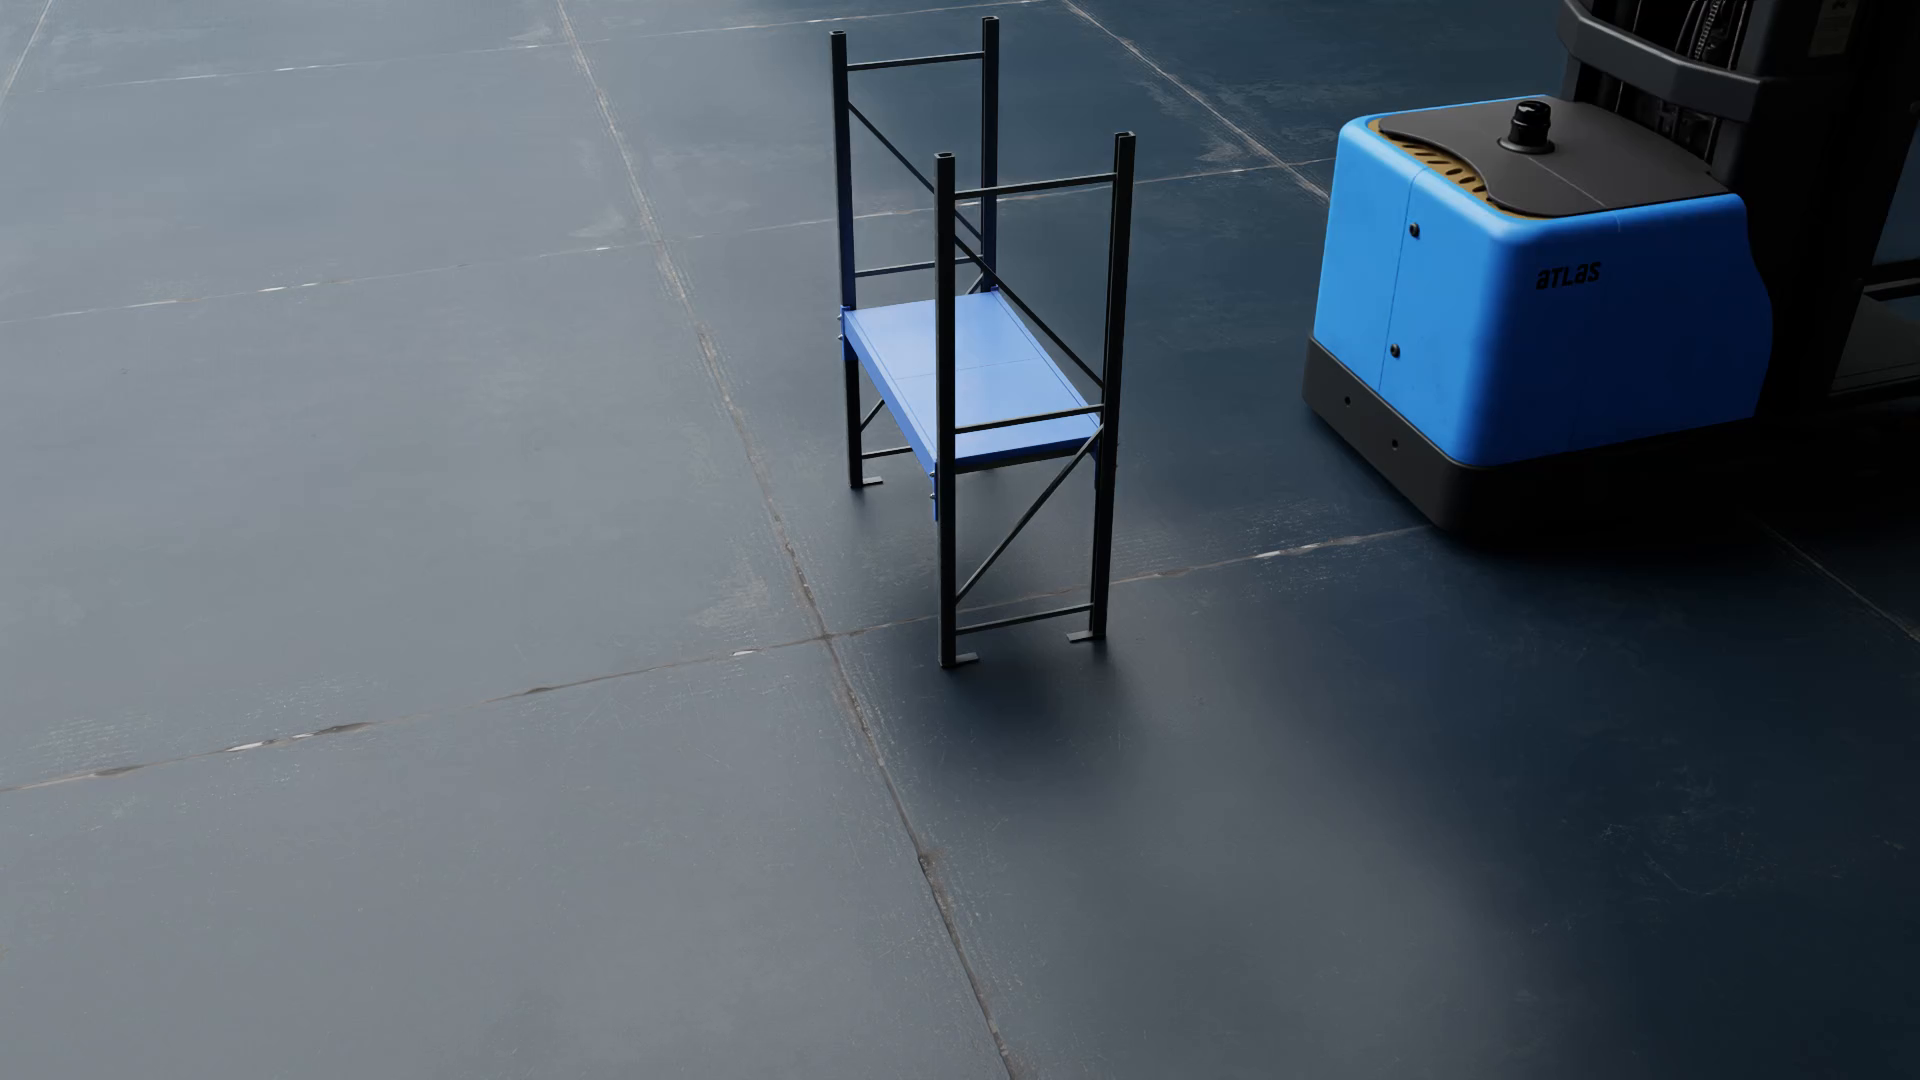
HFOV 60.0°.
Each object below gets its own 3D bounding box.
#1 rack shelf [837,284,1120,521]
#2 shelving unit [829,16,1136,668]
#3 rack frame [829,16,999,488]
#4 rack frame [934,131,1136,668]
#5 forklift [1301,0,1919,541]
[{"bbox_3d":[0.026,-0.431,4.868,0.538,0.185,1.000,-10,35,-15],"label":"rack shelf"},{"bbox_3d":[0.026,-0.581,4.769,0.538,1.500,1.048,-10,35,-15],"label":"shelving unit"},{"bbox_3d":[-0.129,-0.848,5.173,0.500,1.500,0.032,-10,35,-15],"label":"rack frame"},{"bbox_3d":[0.181,-0.314,4.365,0.500,1.500,0.032,-10,35,-15],"label":"rack frame"},{"bbox_3d":[2.783,-1.699,5.162,3.031,2.935,1.130,-10,35,-15],"label":"forklift"}]
